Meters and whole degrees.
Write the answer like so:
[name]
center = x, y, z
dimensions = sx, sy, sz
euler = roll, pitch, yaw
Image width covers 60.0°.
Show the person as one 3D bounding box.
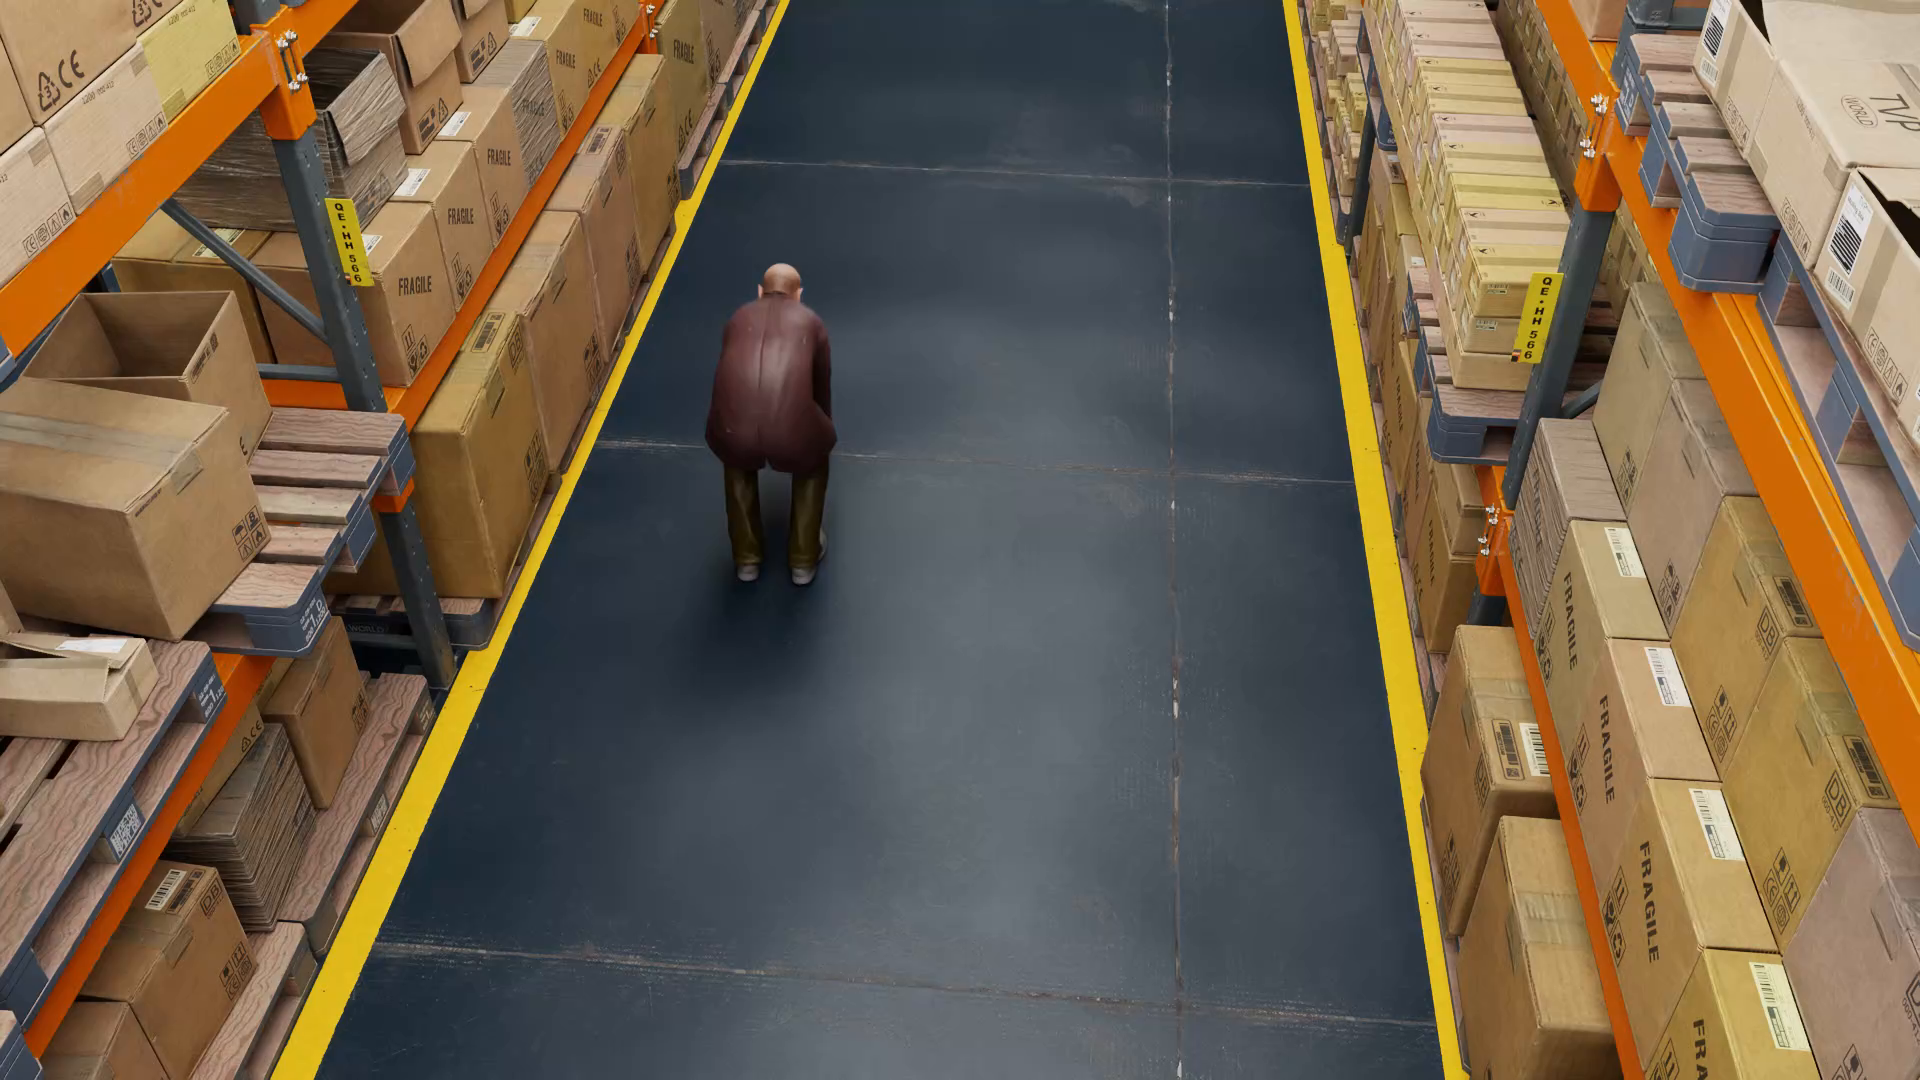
[person]
center = -0.790, -0.497, 7.261
dimensions = 0.565, 1.153, 0.945
euler = 2, 40, 2
